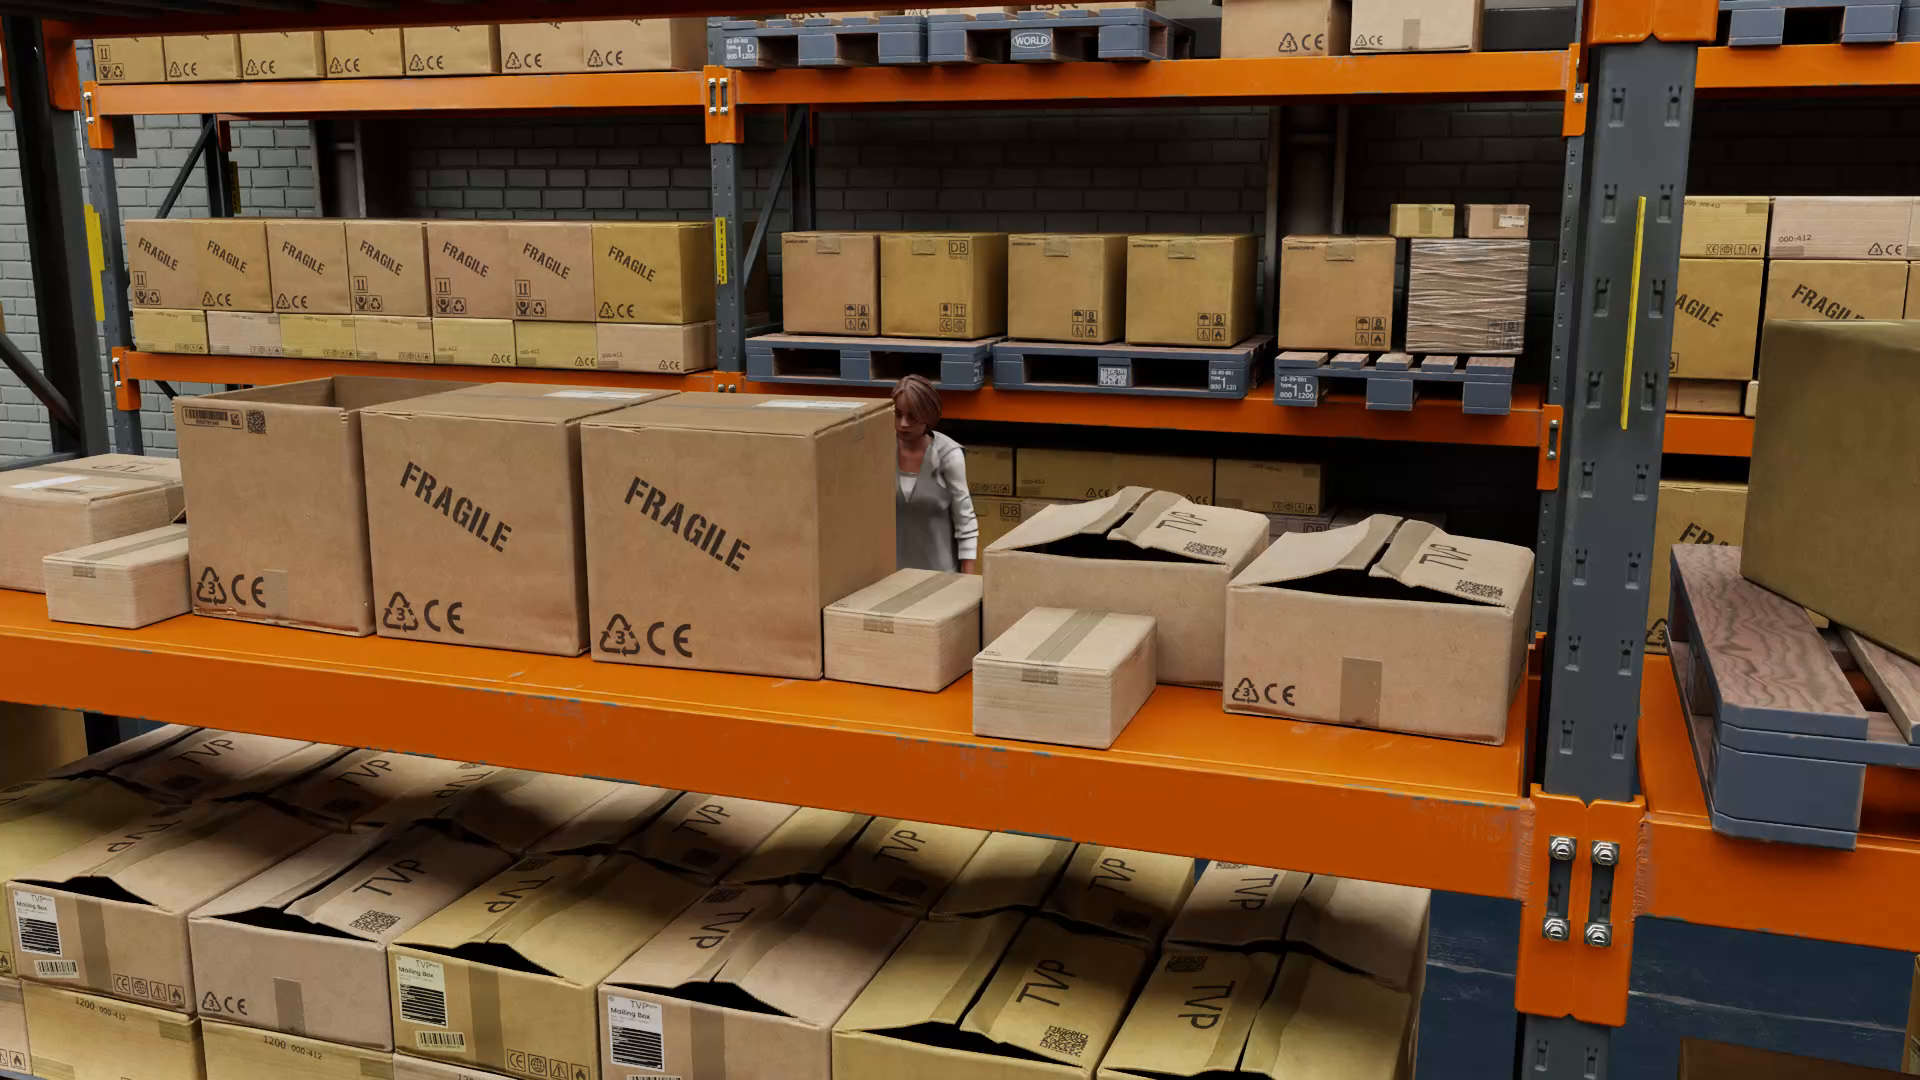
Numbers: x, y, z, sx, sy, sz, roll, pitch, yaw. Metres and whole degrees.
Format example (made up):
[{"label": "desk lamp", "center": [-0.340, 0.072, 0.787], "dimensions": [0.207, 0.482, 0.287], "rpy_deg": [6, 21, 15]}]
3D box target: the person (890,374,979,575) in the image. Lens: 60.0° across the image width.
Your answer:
[{"label": "person", "center": [-0.168, 0.177, 6.163], "dimensions": [0.477, 1.592, 0.347], "rpy_deg": [4, 13, 17]}]
